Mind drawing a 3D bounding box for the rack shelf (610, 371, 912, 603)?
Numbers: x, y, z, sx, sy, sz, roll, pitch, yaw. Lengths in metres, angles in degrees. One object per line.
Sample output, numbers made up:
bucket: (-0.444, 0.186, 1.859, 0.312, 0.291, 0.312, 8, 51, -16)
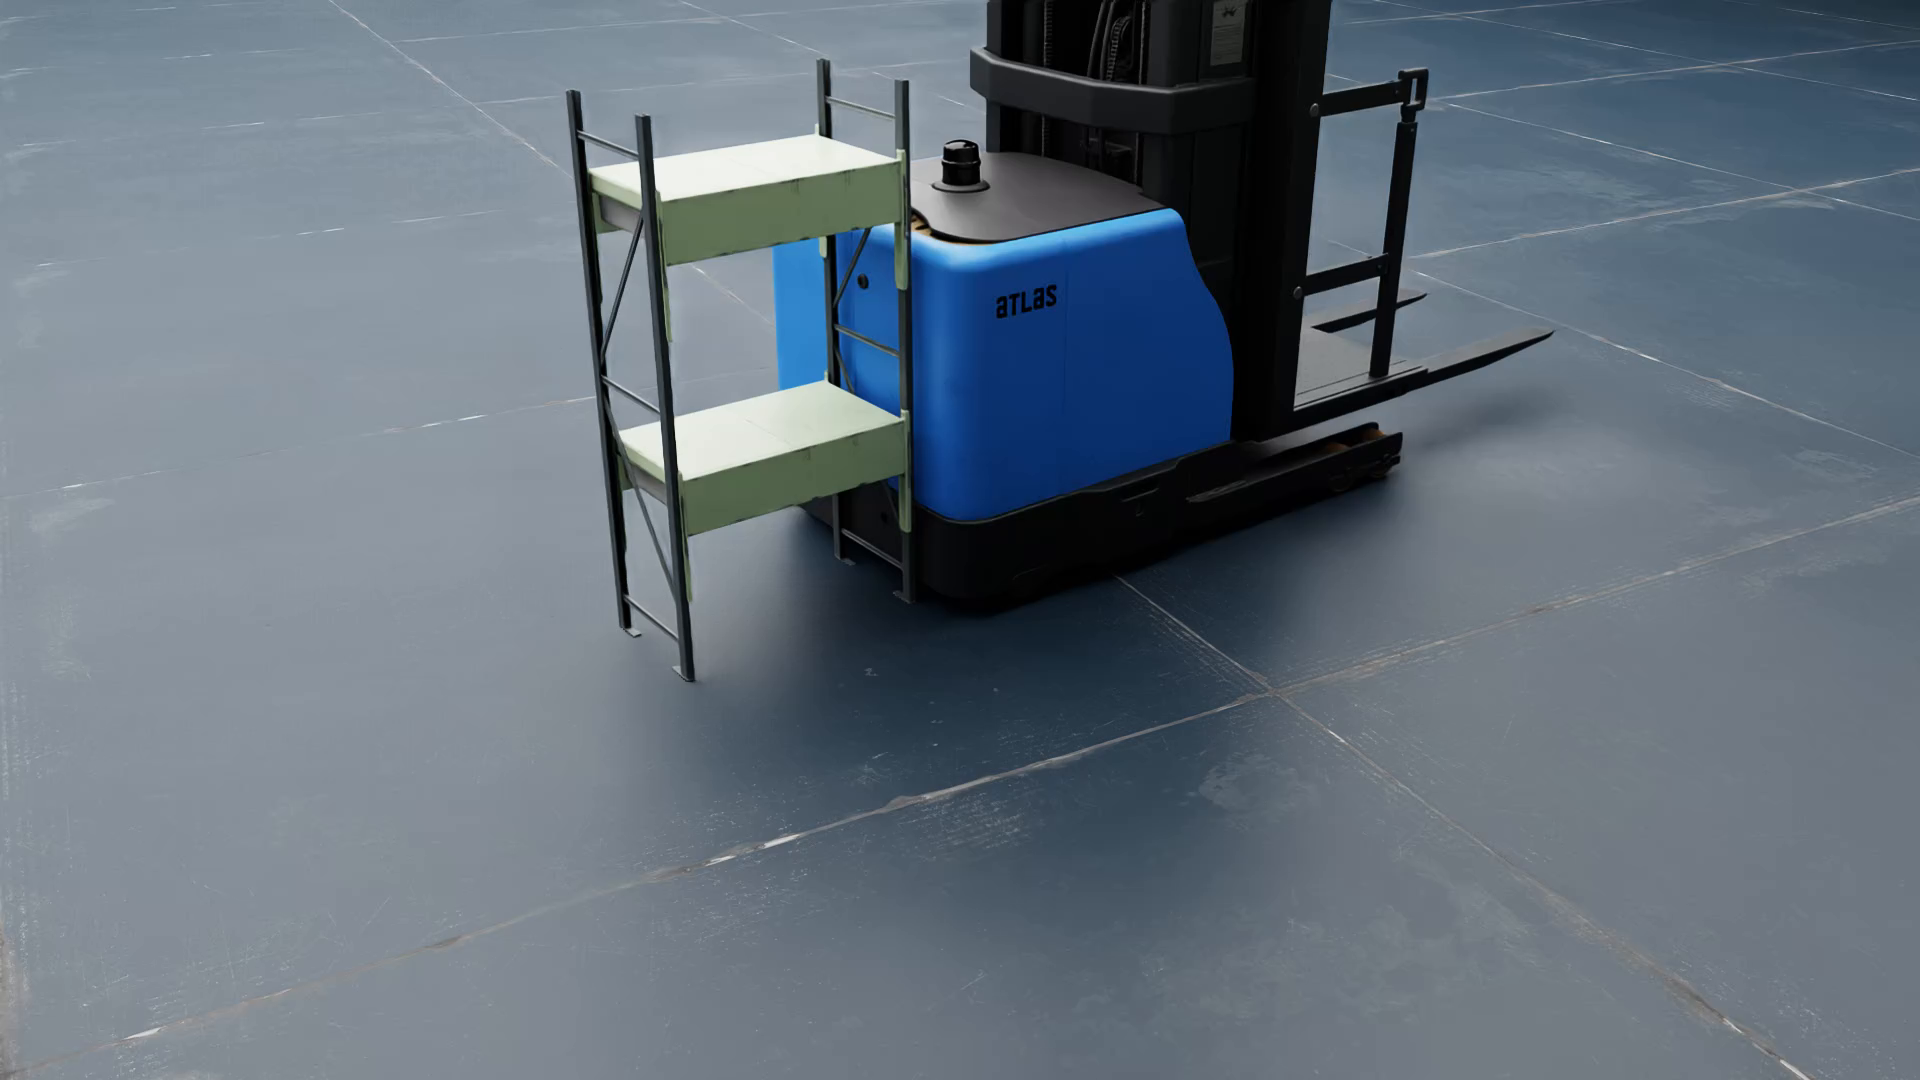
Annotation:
rack shelf: (-0.549, -0.166, 4.617, 0.720, 0.370, 0.431, -18, 31, -33)

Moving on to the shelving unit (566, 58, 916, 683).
shelving unit: (-0.549, -0.460, 4.475, 0.755, 1.500, 0.431, -18, 31, -33)

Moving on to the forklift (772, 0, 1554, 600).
forklift: (0.891, -1.646, 5.292, 3.031, 2.935, 1.130, -18, 31, -33)

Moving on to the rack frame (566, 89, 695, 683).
rack frame: (-0.840, -0.364, 4.275, 0.023, 1.500, 0.400, -18, 31, -33)

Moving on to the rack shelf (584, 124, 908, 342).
rack shelf: (-0.549, -0.812, 4.306, 0.720, 0.370, 0.431, -18, 31, -33)

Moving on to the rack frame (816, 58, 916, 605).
rack frame: (-0.259, -0.556, 4.676, 0.023, 1.500, 0.400, -18, 31, -33)
